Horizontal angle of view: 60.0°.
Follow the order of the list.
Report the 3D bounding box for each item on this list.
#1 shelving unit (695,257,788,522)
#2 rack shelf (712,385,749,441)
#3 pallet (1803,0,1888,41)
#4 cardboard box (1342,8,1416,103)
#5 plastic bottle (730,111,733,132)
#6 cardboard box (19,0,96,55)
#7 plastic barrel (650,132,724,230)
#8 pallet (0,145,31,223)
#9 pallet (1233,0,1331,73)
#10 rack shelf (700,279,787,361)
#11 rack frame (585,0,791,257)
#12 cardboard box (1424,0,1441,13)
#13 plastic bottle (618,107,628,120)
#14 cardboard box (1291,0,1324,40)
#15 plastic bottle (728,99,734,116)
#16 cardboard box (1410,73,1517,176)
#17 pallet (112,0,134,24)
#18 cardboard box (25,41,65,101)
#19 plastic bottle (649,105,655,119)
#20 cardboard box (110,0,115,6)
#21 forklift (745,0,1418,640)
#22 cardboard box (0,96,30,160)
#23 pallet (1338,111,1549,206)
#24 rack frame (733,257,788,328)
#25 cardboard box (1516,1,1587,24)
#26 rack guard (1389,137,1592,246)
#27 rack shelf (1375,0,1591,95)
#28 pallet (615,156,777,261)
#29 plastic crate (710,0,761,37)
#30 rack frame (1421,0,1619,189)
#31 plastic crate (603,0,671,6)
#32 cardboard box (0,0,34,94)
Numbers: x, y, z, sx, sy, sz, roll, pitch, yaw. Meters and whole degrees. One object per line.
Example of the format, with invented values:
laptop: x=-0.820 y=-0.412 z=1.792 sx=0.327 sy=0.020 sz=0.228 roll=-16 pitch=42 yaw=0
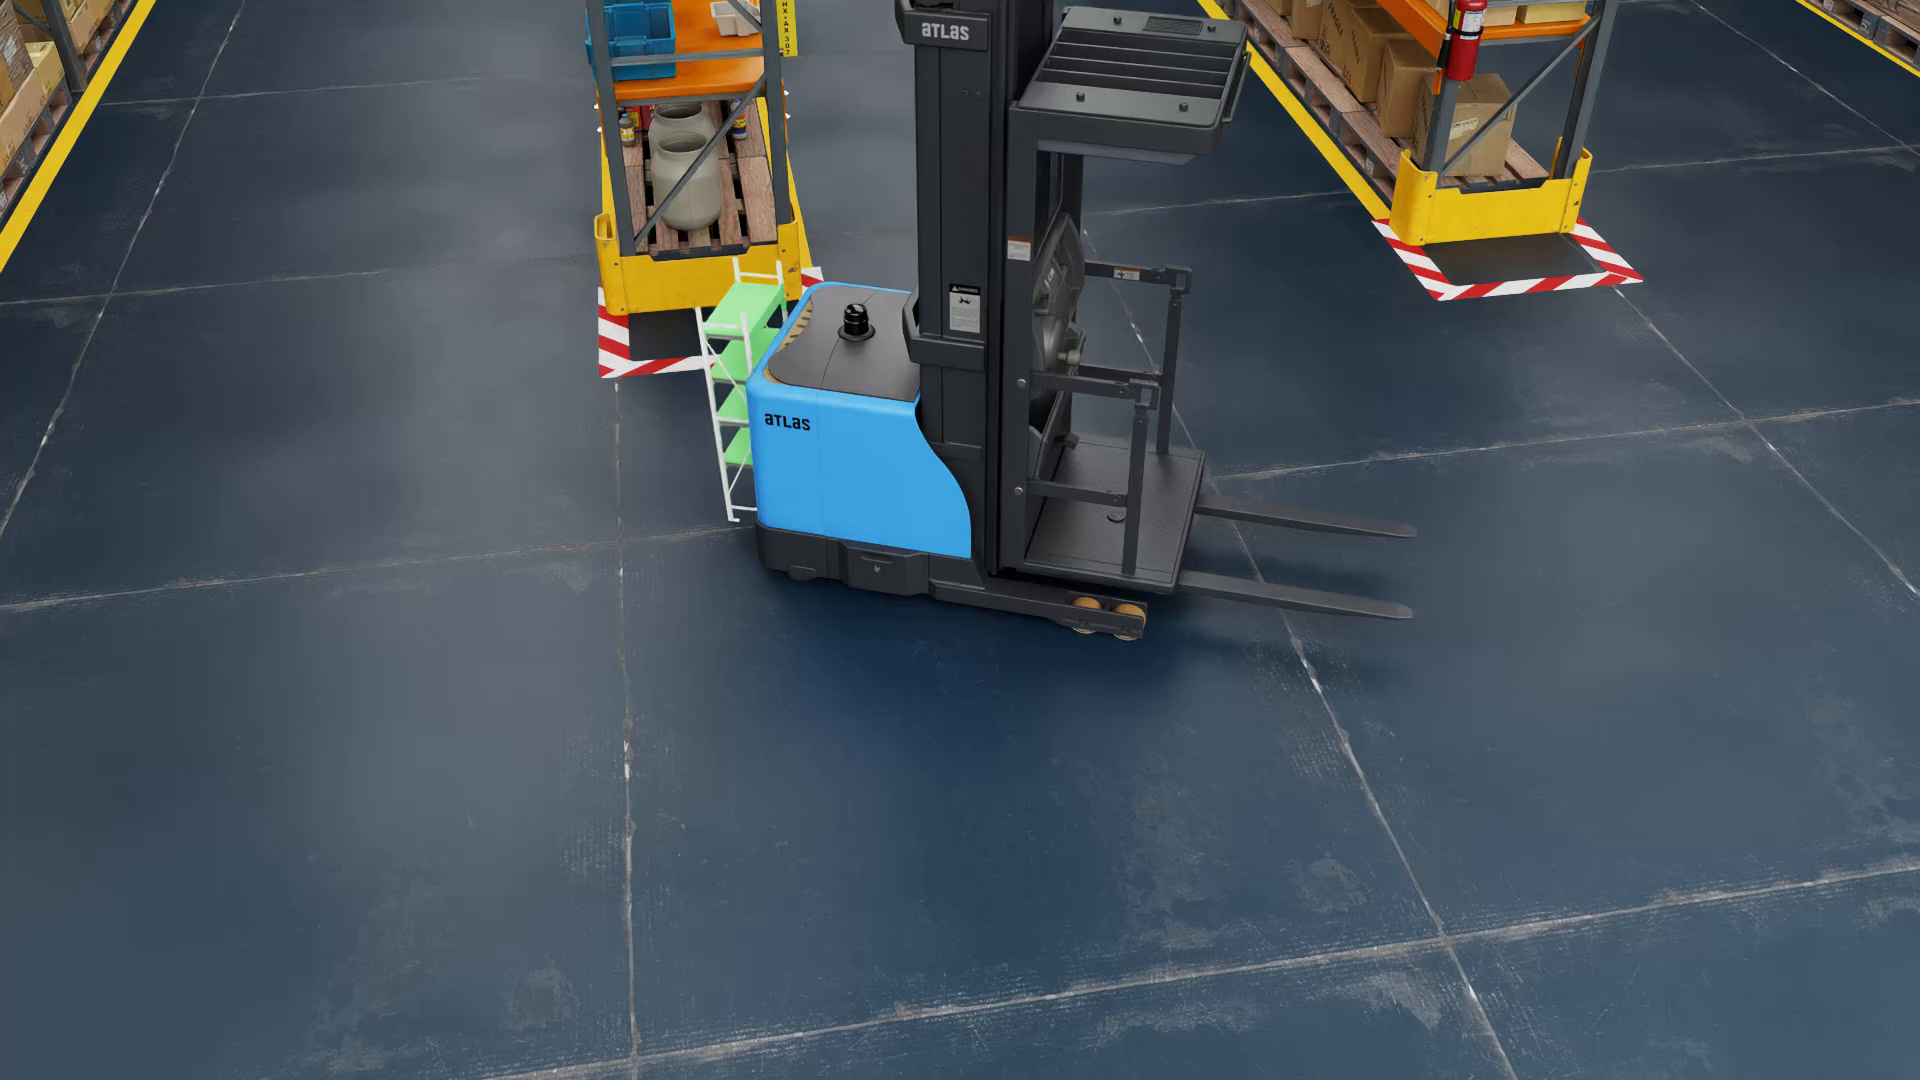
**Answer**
shelving unit: x=-0.999 y=-0.709 z=8.075 sx=0.258 sy=1.200 sz=0.503 roll=7 pitch=38 yaw=13
rack shelf: x=-0.996 y=-0.658 z=8.114 sx=0.258 sy=0.148 sz=0.480 roll=7 pitch=38 yaw=13
pallet: x=7.643 y=-4.487 z=13.753 sx=1.003 sy=0.211 sz=1.213 roll=-6 pitch=38 yaw=-8
cardboard box: x=3.064 y=-3.463 z=11.857 sx=0.500 sy=0.500 sz=0.500 roll=-3 pitch=38 yaw=-4
plastic bottle: x=-1.519 y=-2.894 z=11.353 sx=0.097 sy=0.201 sz=0.097 roll=0 pitch=38 yaw=0
cardboard box: x=-6.895 y=-3.870 z=12.586 sx=0.500 sy=0.250 sz=0.500 roll=-7 pitch=38 yaw=-9
plastic barrel: x=-1.680 y=-2.207 z=10.232 sx=0.421 sy=0.512 sz=0.421 roll=0 pitch=38 yaw=0
pallet: x=-6.753 y=-2.196 z=10.804 sx=1.003 sy=0.211 sz=1.213 roll=-6 pitch=38 yaw=-8
pallet: x=2.838 y=-4.080 z=13.230 sx=1.003 sy=0.211 sz=1.213 roll=-6 pitch=38 yaw=-8
rack shelf: x=-1.017 y=-1.040 z=7.824 sx=0.258 sy=0.148 sz=0.480 roll=7 pitch=38 yaw=13
rack frame: x=-1.490 y=-2.635 z=9.096 sx=1.000 sy=3.000 sz=0.127 roll=-6 pitch=38 yaw=-8
cardboard box: x=3.090 y=-3.369 z=10.246 sx=0.380 sy=0.149 sz=0.250 roll=-6 pitch=38 yaw=-8
plastic bottle: x=-2.282 y=-2.866 z=11.250 sx=0.061 sy=0.283 sz=0.133 roll=-5 pitch=38 yaw=-7
cardboard box: x=2.824 y=-4.171 z=12.769 sx=0.500 sy=0.500 sz=0.500 roll=5 pitch=38 yaw=7
plastic bottle: x=-1.561 y=-3.067 z=11.517 sx=0.097 sy=0.271 sz=0.097 roll=0 pitch=38 yaw=0
cardboard box: x=3.294 y=-2.725 z=10.908 sx=0.500 sy=0.500 sz=0.500 roll=0 pitch=38 yaw=1
pallet: x=-7.453 y=-4.598 z=13.897 sx=1.003 sy=0.211 sz=1.213 roll=-6 pitch=38 yaw=-8
cardboard box: x=-6.772 y=-3.344 z=11.908 sx=0.500 sy=0.250 sz=0.500 roll=-6 pitch=38 yaw=-8
plastic bottle: x=-2.165 y=-3.029 z=11.526 sx=0.097 sy=0.201 sz=0.097 roll=0 pitch=38 yaw=0
cardboard box: x=-7.077 y=-4.492 z=13.386 sx=0.500 sy=0.250 sz=0.500 roll=-7 pitch=38 yaw=-9
forklift: x=0.611 y=-1.063 z=7.129 sx=3.031 sy=2.935 sz=1.130 roll=9 pitch=39 yaw=11
cardboard box: x=-6.592 y=-2.740 z=11.131 sx=0.500 sy=0.250 sz=0.500 roll=-6 pitch=38 yaw=-8
pallet: x=3.266 y=-2.607 z=11.333 sx=1.003 sy=0.211 sz=1.213 roll=-6 pitch=38 yaw=-8
rack frame: x=-0.939 y=-0.854 z=8.262 sx=0.240 sy=1.200 sz=0.015 roll=7 pitch=38 yaw=13
cardboard box: x=3.571 y=-3.266 z=10.114 sx=0.380 sy=0.149 sz=0.250 roll=-6 pitch=38 yaw=-8
rack guard: x=3.373 y=-2.226 z=10.608 sx=1.175 sy=0.500 sz=0.348 roll=-6 pitch=38 yaw=-8
rack shelf: x=3.036 y=-4.091 z=11.558 sx=1.077 sy=0.370 sz=4.000 roll=-6 pitch=38 yaw=-8
pallet: x=-1.686 y=-2.066 z=10.637 sx=1.003 sy=0.211 sz=1.213 roll=-6 pitch=38 yaw=-8
plastic crate: x=-1.330 y=-3.106 z=9.917 sx=0.298 sy=0.136 sz=0.250 roll=-6 pitch=38 yaw=-8
rack frame: x=3.387 y=-3.167 z=9.782 sx=1.000 sy=3.000 sz=0.127 roll=-6 pitch=38 yaw=-8
plastic crate: x=-1.980 y=-3.239 z=9.995 sx=0.499 sy=0.251 sz=0.408 roll=-6 pitch=38 yaw=-8
cardboard box: x=-6.695 y=-3.336 z=11.287 sx=0.500 sy=0.500 sz=0.500 roll=-6 pitch=38 yaw=-8
